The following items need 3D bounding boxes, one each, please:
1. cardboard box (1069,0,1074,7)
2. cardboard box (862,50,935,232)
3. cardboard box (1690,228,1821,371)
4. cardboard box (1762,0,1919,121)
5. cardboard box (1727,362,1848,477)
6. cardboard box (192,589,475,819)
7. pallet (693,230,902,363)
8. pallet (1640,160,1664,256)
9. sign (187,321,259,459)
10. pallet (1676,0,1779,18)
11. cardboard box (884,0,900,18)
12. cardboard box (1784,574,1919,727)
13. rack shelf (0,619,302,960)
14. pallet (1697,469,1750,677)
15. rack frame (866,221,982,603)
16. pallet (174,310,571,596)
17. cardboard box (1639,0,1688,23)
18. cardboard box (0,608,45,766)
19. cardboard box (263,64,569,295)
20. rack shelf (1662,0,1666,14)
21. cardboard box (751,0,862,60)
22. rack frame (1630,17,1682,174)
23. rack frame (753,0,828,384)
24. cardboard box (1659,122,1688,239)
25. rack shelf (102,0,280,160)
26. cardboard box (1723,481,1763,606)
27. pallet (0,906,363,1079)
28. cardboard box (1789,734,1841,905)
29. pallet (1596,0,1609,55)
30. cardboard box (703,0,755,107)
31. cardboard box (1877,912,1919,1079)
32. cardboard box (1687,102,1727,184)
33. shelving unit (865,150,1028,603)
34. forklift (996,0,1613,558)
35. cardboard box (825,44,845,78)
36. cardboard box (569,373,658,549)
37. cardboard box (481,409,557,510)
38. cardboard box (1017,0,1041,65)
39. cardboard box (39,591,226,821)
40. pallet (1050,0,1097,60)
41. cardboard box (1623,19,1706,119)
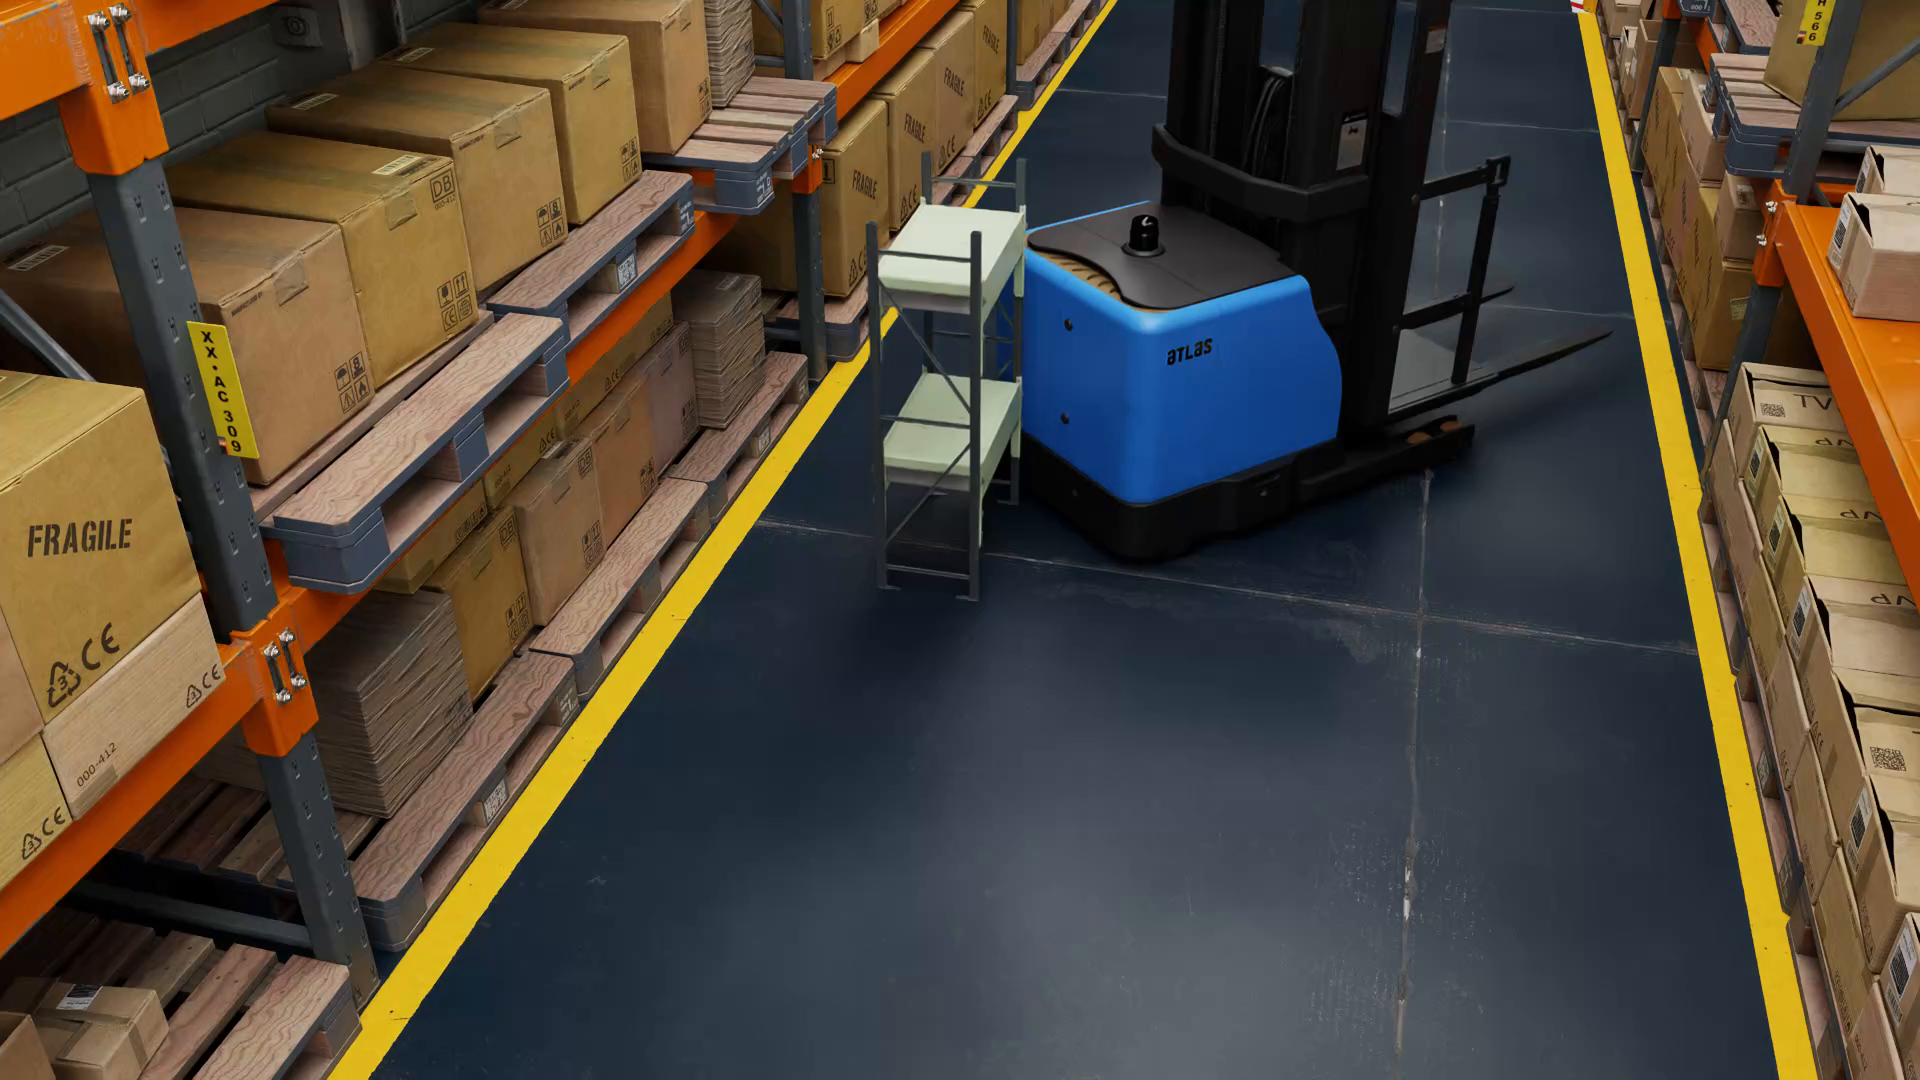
[{"bbox_3d":[0.559,-4.484,12.946,0.700,0.500,0.500,7,33,11],"label":"cardboard box"},{"bbox_3d":[-0.594,-2.195,9.019,0.750,0.750,0.750,8,33,12],"label":"cardboard box"},{"bbox_3d":[3.667,-1.083,7.578,0.500,0.500,0.500,9,34,14],"label":"cardboard box"},{"bbox_3d":[3.707,-1.997,6.610,0.700,0.500,0.500,-3,33,-4],"label":"cardboard box"},{"bbox_3d":[3.239,-0.457,6.321,0.500,0.311,0.500,9,34,14],"label":"cardboard box"},{"bbox_3d":[-1.980,0.453,5.161,0.700,0.500,0.500,9,34,14],"label":"cardboard box"},{"bbox_3d":[-0.863,-1.330,8.645,1.003,0.211,1.213,8,33,12],"label":"pallet"},{"bbox_3d":[4.502,-1.907,9.553,1.003,0.211,1.213,8,33,12],"label":"pallet"},{"bbox_3d":[-1.624,-0.327,3.662,0.100,0.325,0.005,8,33,12],"label":"sign"},{"bbox_3d":[4.363,-3.030,8.899,1.003,0.211,1.213,8,33,12],"label":"pallet"},{"bbox_3d":[-0.529,-2.821,8.607,0.380,0.149,0.250,9,33,13],"label":"cardboard box"},{"bbox_3d":[2.853,0.348,5.055,0.500,0.311,0.500,8,33,12],"label":"cardboard box"},{"bbox_3d":[-2.659,1.310,2.565,1.077,0.370,4.000,8,33,12],"label":"rack shelf"},{"bbox_3d":[3.410,0.164,6.296,1.003,0.211,1.213,8,33,12],"label":"pallet"},{"bbox_3d":[-0.123,-0.423,6.018,0.400,1.500,0.023,7,33,12],"label":"rack frame"},{"bbox_3d":[-1.817,-0.328,4.648,1.003,0.211,1.213,8,33,12],"label":"pallet"},{"bbox_3d":[5.143,-3.619,11.563,0.797,0.503,0.637,8,33,12],"label":"cardboard box"},{"bbox_3d":[-2.093,0.254,2.977,0.500,0.500,0.500,8,33,12],"label":"cardboard box"},{"bbox_3d":[-1.703,-1.154,5.266,0.700,0.500,0.500,13,35,19],"label":"cardboard box"},{"bbox_3d":[5.179,-4.245,11.302,1.077,0.370,4.000,8,33,12],"label":"rack shelf"},{"bbox_3d":[-0.765,-2.501,7.499,0.500,0.500,0.500,9,34,14],"label":"cardboard box"},{"bbox_3d":[4.671,-3.511,9.477,1.000,3.000,0.127,8,33,12],"label":"rack frame"},{"bbox_3d":[-1.136,-2.108,7.269,1.000,3.000,0.127,8,33,12],"label":"rack frame"},{"bbox_3d":[4.054,-1.887,8.842,0.500,0.500,0.500,8,33,13],"label":"cardboard box"},{"bbox_3d":[-1.644,-2.032,5.025,1.077,0.370,4.000,8,33,12],"label":"rack shelf"},{"bbox_3d":[3.113,0.041,6.061,0.500,0.250,0.500,7,33,11],"label":"cardboard box"},{"bbox_3d":[-2.287,1.498,4.197,1.003,0.211,1.213,8,33,12],"label":"pallet"},{"bbox_3d":[2.726,0.841,4.802,0.500,0.250,0.500,9,33,13],"label":"cardboard box"},{"bbox_3d":[5.466,-3.956,12.777,1.003,0.211,1.213,8,33,12],"label":"pallet"},{"bbox_3d":[-1.246,-2.090,6.739,0.700,0.500,0.500,4,33,7],"label":"cardboard box"},{"bbox_3d":[2.467,1.138,3.813,0.500,0.311,0.500,8,33,12],"label":"cardboard box"},{"bbox_3d":[3.932,-1.961,8.260,0.500,0.250,0.500,7,33,11],"label":"cardboard box"},{"bbox_3d":[-0.036,-0.614,6.318,0.431,1.500,0.755,7,33,12],"label":"shelving unit"},{"bbox_3d":[1.653,-1.758,6.783,3.031,2.935,1.130,-19,37,-27],"label":"forklift"},{"bbox_3d":[-0.756,-2.279,7.754,0.380,0.149,0.250,8,33,13],"label":"cardboard box"},{"bbox_3d":[-1.610,-0.345,6.416,0.700,0.500,0.500,8,33,12],"label":"cardboard box"},{"bbox_3d":[-1.744,-0.363,5.746,0.500,0.250,0.500,7,33,11],"label":"cardboard box"},{"bbox_3d":[0.168,-3.680,11.681,0.700,0.500,0.500,8,33,13],"label":"cardboard box"},{"bbox_3d":[-1.978,0.310,3.588,0.500,0.250,0.500,8,33,12],"label":"cardboard box"},{"bbox_3d":[0.455,-4.026,12.886,1.003,0.211,1.213,8,33,12],"label":"pallet"},{"bbox_3d":[4.542,-2.976,10.555,0.500,0.500,0.500,8,33,12],"label":"cardboard box"}]
